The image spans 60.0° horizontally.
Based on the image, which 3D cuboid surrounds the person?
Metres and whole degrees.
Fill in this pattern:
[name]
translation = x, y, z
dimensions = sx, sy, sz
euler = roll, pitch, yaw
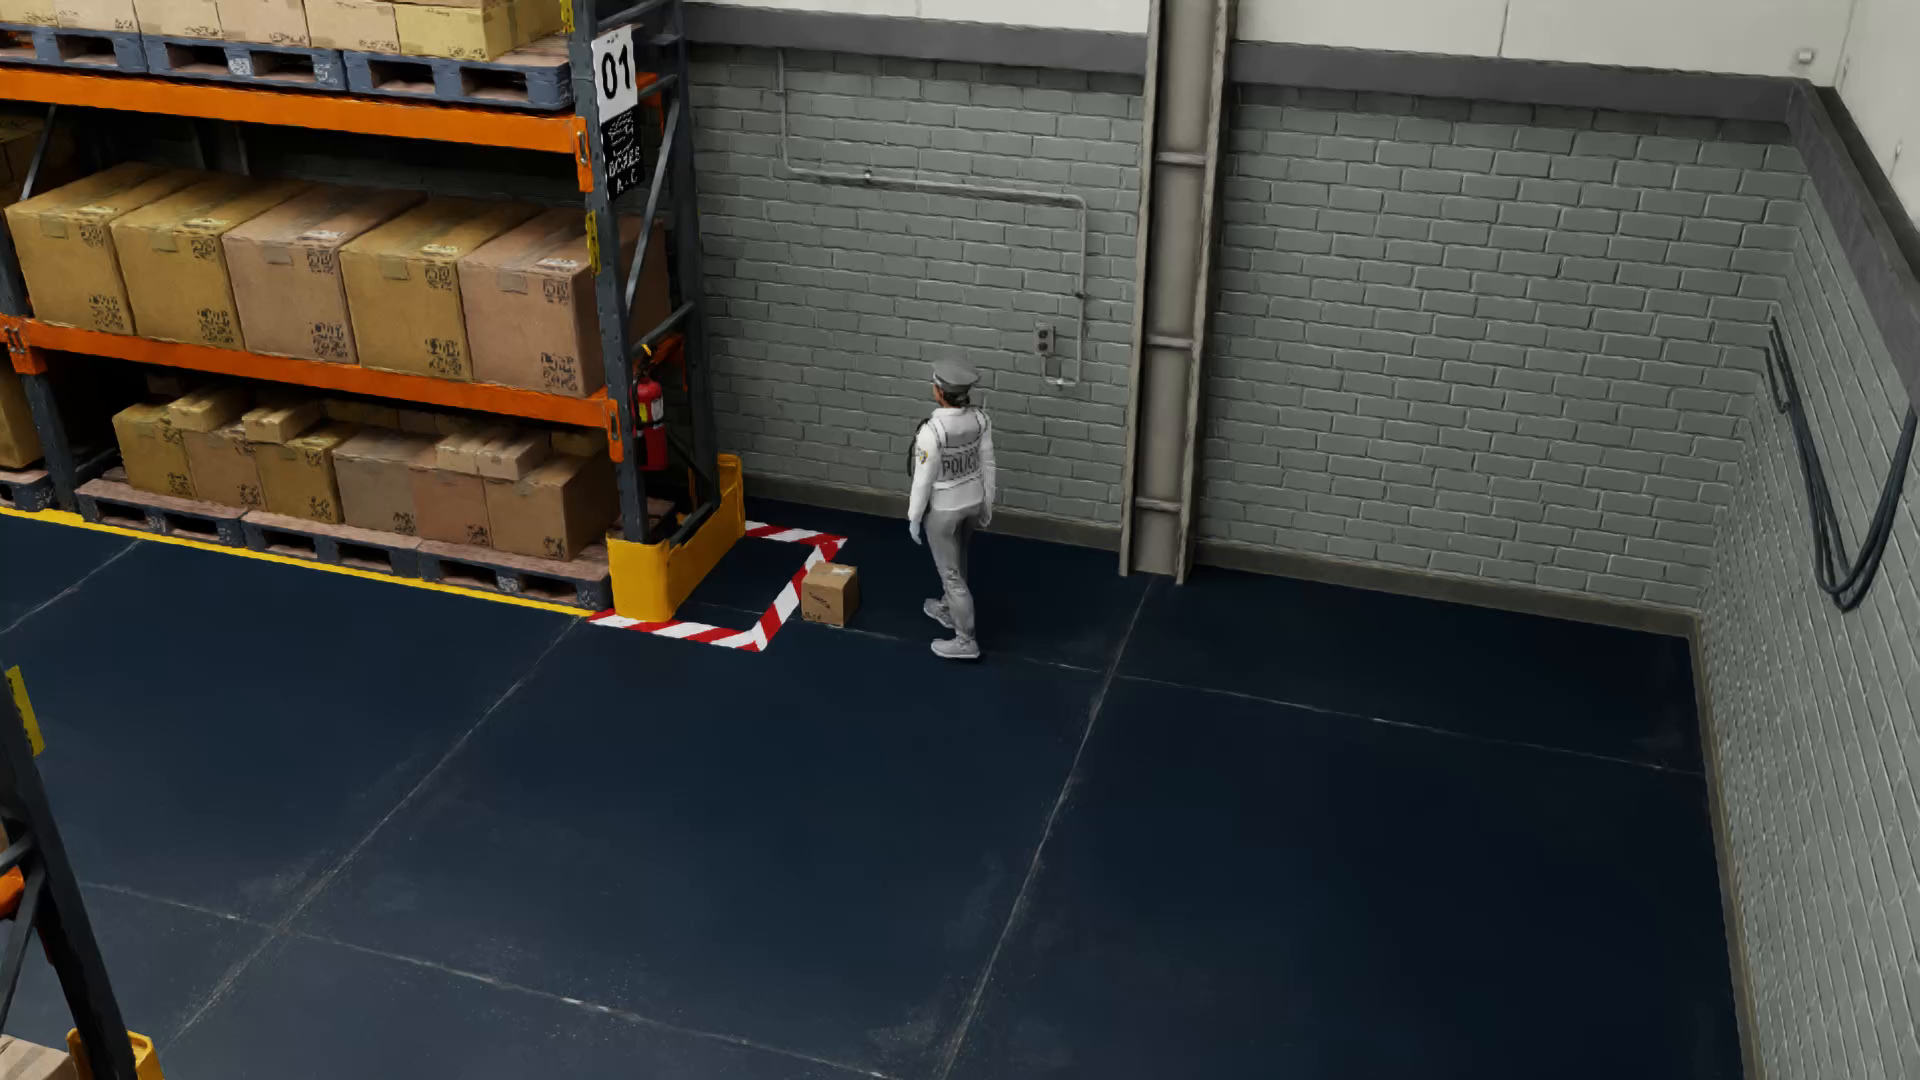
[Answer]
[person]
translation = -0.099, -0.191, 8.803
dimensions = 0.502, 1.669, 0.599
euler = -25, 38, -37
